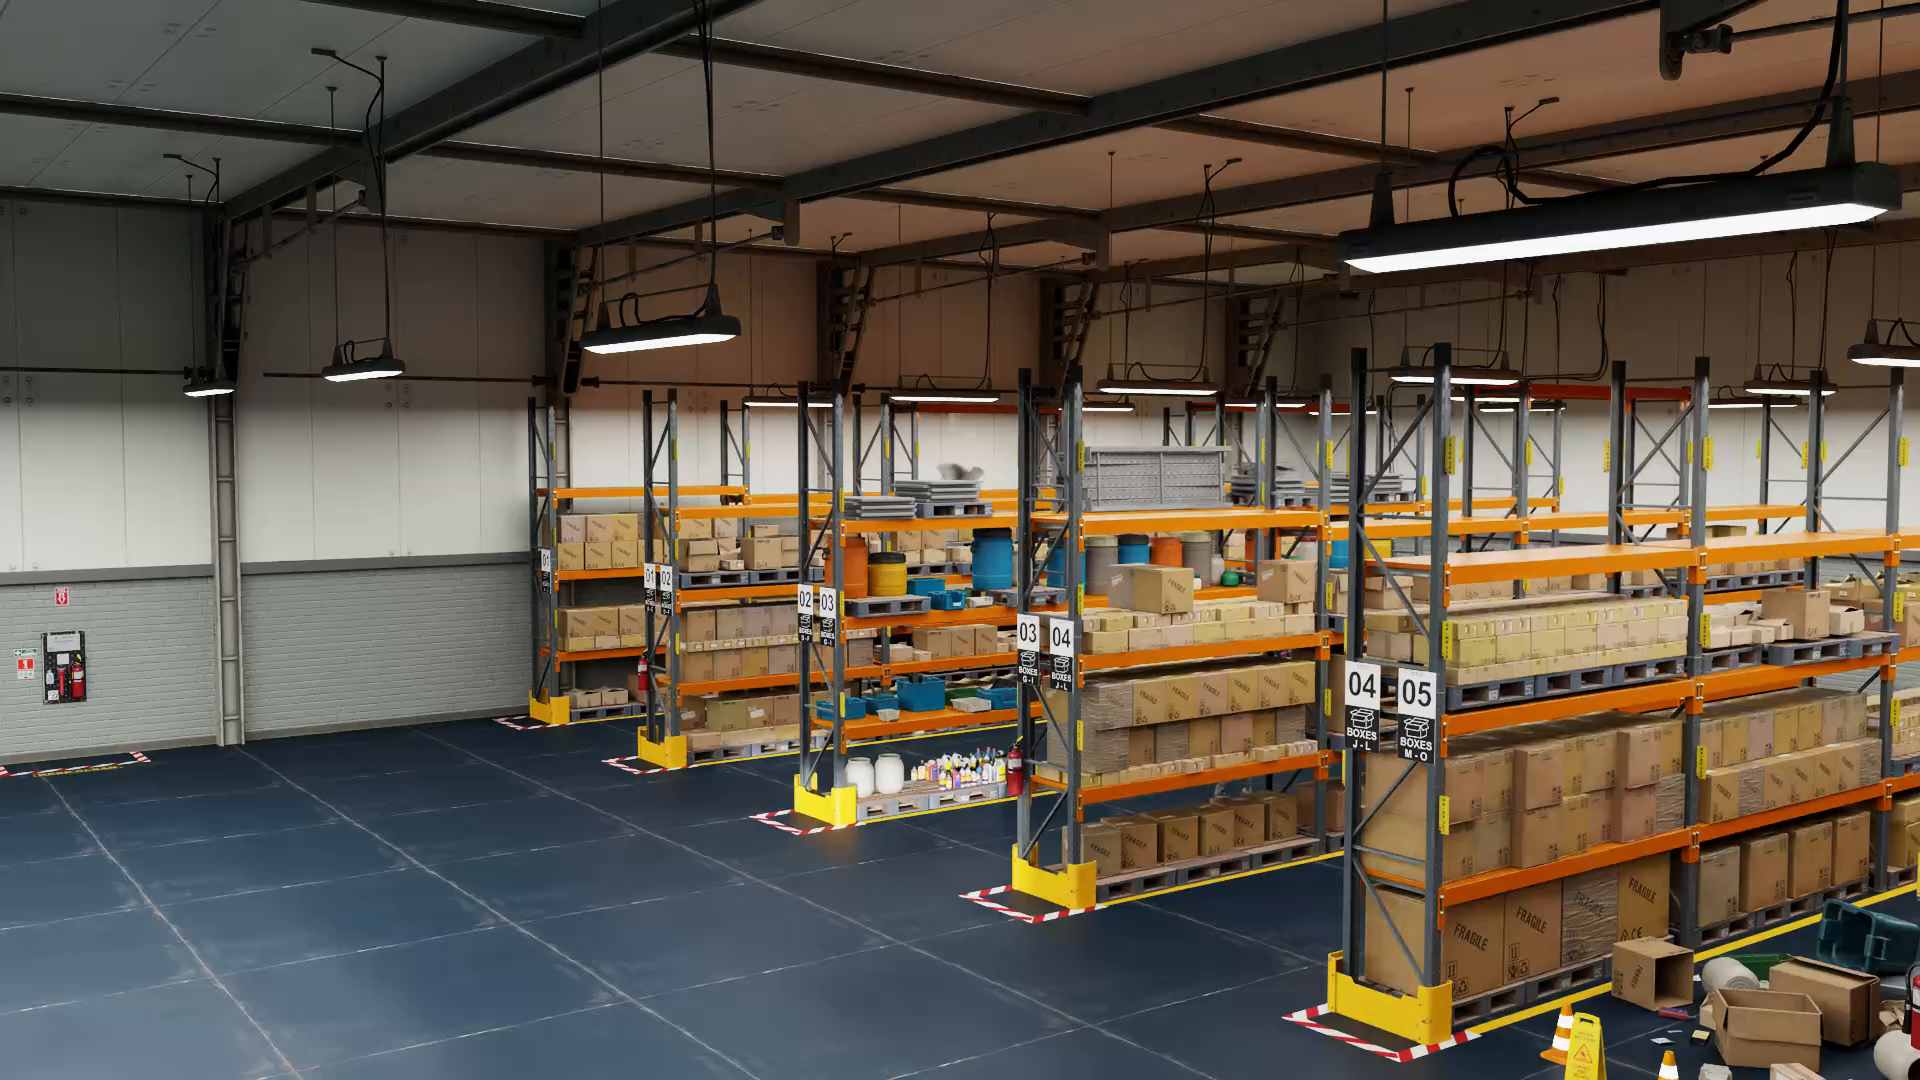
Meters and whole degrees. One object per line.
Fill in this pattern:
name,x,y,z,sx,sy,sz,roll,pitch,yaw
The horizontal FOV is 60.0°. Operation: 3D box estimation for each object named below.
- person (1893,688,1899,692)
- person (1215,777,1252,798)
person,13.515,2.949,24.014,0.658,1.638,0.581,-2,4,-30
person,3.873,2.944,23.720,0.781,1.602,0.532,-3,5,-43
